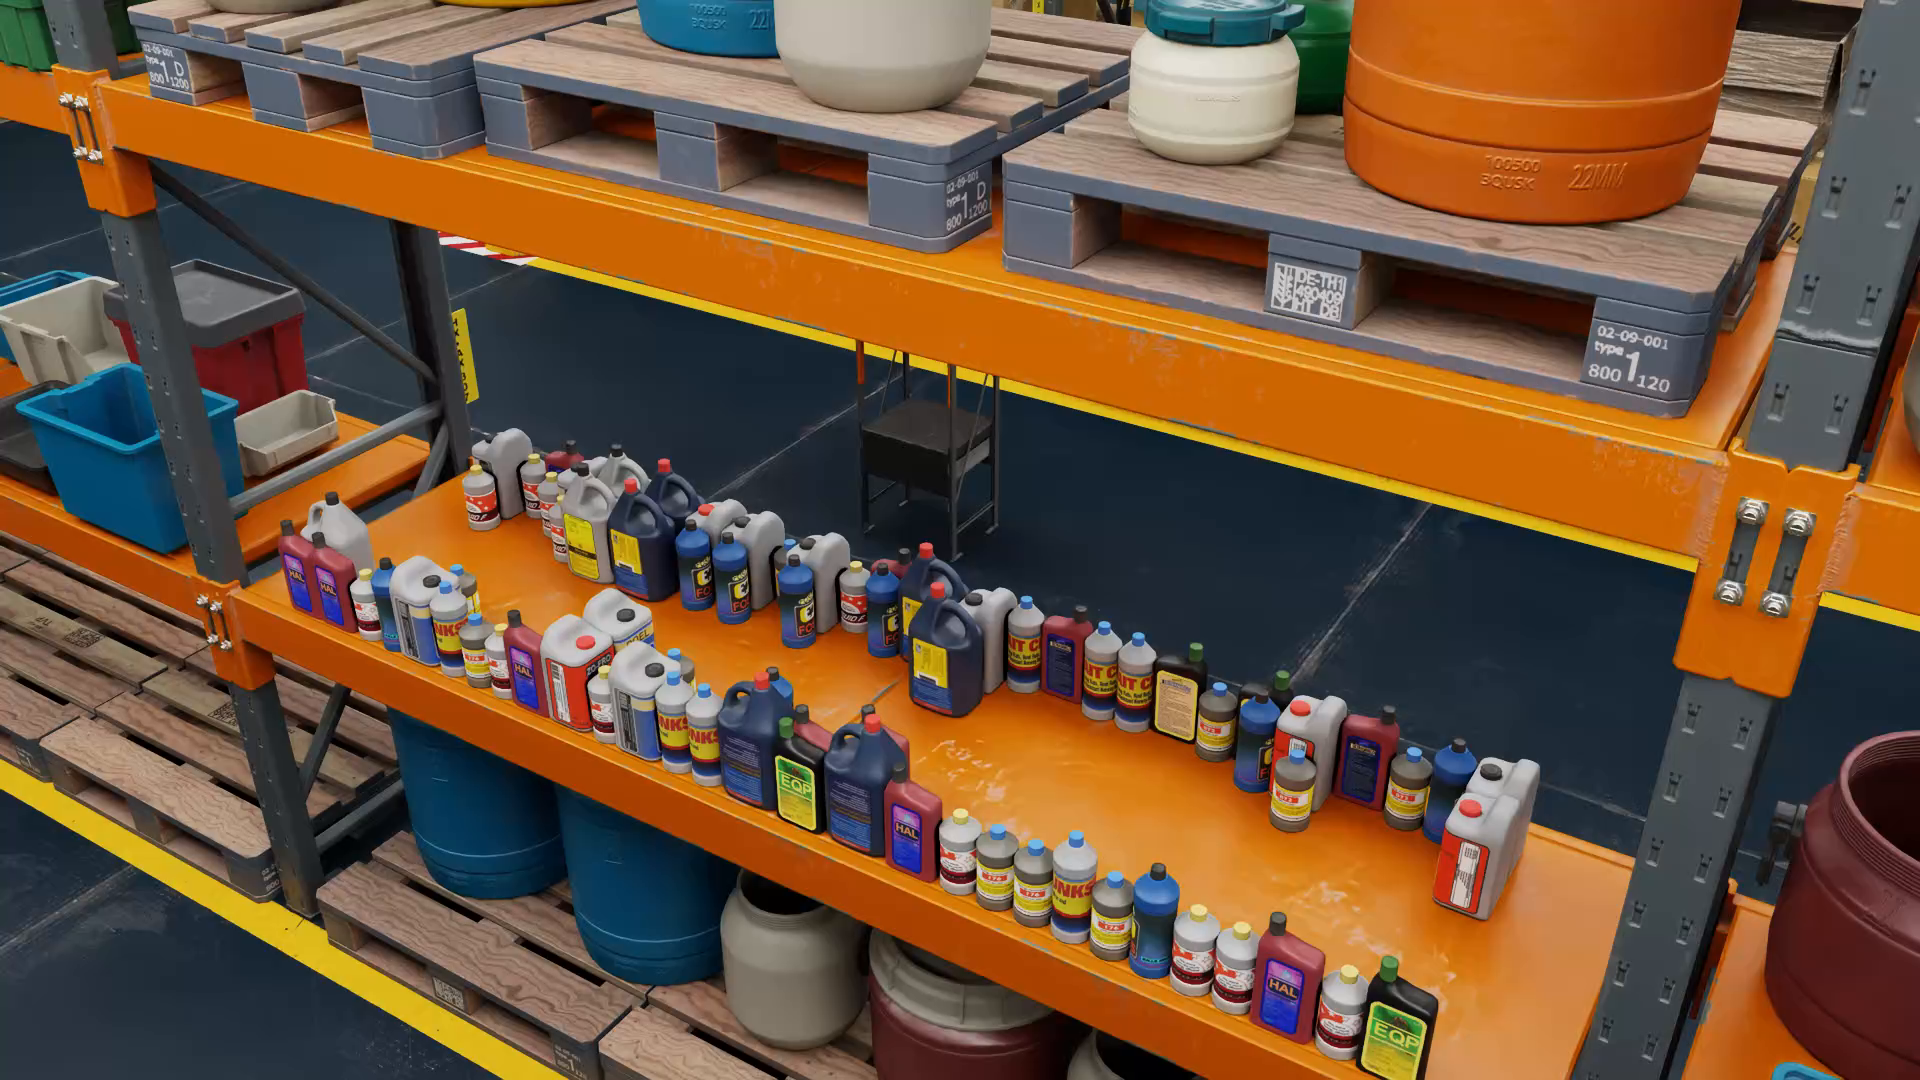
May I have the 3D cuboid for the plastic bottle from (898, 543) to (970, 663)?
[{"bbox_3d":[-0.071,0.174,4.524,0.185,0.351,0.144,18,35,27],"label":"plastic bottle"}]

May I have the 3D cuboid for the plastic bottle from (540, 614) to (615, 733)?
[{"bbox_3d":[-0.983,0.339,4.315,0.135,0.276,0.152,18,35,27],"label":"plastic bottle"}]

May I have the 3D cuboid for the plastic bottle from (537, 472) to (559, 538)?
[{"bbox_3d":[-1.257,-0.115,5.167,0.097,0.201,0.097,0,30,0],"label":"plastic bottle"}]

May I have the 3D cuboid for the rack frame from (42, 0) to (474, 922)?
[{"bbox_3d":[-1.956,-0.249,5.201,0.127,3.000,1.000,18,35,27],"label":"rack frame"}]

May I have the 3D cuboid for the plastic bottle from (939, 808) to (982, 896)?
[{"bbox_3d":[0.001,0.699,3.773,0.097,0.201,0.097,0,30,0],"label":"plastic bottle"}]

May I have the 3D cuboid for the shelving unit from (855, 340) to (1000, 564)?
[{"bbox_3d":[-0.140,-0.951,7.297,0.503,2.100,0.431,18,35,27],"label":"shelving unit"}]

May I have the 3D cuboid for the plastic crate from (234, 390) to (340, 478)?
[{"bbox_3d":[-2.275,-0.347,5.570,0.243,0.136,0.396,18,35,27],"label":"plastic crate"}]

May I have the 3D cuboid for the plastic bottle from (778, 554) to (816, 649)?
[{"bbox_3d":[-0.454,0.163,4.621,0.097,0.271,0.097,0,30,0],"label":"plastic bottle"}]

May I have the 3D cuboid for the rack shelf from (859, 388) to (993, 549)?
[{"bbox_3d":[-0.140,-0.335,7.657,0.480,0.518,0.431,18,35,27],"label":"rack shelf"}]

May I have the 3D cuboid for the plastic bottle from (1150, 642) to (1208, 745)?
[{"bbox_3d":[0.560,0.378,4.242,0.133,0.283,0.061,18,35,27],"label":"plastic bottle"}]

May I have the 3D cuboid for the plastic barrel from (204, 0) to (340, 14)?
[{"bbox_3d":[-1.644,-1.537,3.880,0.433,0.535,0.433,0,30,0],"label":"plastic barrel"}]

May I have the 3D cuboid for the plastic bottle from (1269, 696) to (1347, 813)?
[{"bbox_3d":[0.845,0.498,4.043,0.135,0.276,0.152,18,35,27],"label":"plastic bottle"}]

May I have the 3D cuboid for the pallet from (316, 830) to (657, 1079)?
[{"bbox_3d":[-1.325,1.180,5.518,1.213,0.211,1.003,18,35,27],"label":"pallet"}]

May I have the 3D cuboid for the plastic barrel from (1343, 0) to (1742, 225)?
[{"bbox_3d":[0.952,-0.994,2.657,0.708,0.830,0.600,18,35,27],"label":"plastic barrel"}]

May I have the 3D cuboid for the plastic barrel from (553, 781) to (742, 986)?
[{"bbox_3d":[-0.905,0.818,5.036,0.708,0.901,0.600,18,35,27],"label":"plastic barrel"}]

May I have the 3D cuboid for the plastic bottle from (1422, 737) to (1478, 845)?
[{"bbox_3d":[1.153,0.581,3.905,0.097,0.271,0.097,0,30,0],"label":"plastic bottle"}]

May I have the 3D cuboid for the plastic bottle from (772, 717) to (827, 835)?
[{"bbox_3d":[-0.376,0.555,3.938,0.133,0.283,0.061,18,35,27],"label":"plastic bottle"}]

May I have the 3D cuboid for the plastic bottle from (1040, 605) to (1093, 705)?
[{"bbox_3d":[0.282,0.290,4.392,0.133,0.283,0.061,18,35,27],"label":"plastic bottle"}]

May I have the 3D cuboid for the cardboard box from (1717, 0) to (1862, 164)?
[{"bbox_3d":[3.454,-1.971,7.057,0.637,0.503,0.797,19,35,29],"label":"cardboard box"}]

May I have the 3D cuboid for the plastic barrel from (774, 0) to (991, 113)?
[{"bbox_3d":[-0.150,-1.124,3.172,0.433,0.535,0.433,0,30,0],"label":"plastic barrel"}]

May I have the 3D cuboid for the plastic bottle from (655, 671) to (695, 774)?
[{"bbox_3d":[-0.703,0.446,4.137,0.097,0.271,0.097,0,30,0],"label":"plastic bottle"}]

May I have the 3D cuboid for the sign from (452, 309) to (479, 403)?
[{"bbox_3d":[-1.662,-0.603,5.532,0.005,0.325,0.100,18,35,27],"label":"sign"}]

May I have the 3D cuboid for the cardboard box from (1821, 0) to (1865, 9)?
[{"bbox_3d":[5.697,-3.526,10.650,0.250,0.149,0.380,18,35,28],"label":"cardboard box"}]

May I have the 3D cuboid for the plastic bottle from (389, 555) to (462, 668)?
[{"bbox_3d":[-1.457,0.189,4.573,0.135,0.276,0.152,18,35,27],"label":"plastic bottle"}]

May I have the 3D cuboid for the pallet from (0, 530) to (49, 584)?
[{"bbox_3d":[-4.667,0.121,7.333,1.213,0.211,1.003,18,35,27],"label":"pallet"}]

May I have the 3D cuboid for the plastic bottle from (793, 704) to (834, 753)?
[{"bbox_3d":[-0.343,0.529,3.982,0.133,0.283,0.061,18,35,27],"label":"plastic bottle"}]

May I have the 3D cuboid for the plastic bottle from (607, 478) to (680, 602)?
[{"bbox_3d":[-0.924,-0.010,4.840,0.185,0.351,0.144,18,35,27],"label":"plastic bottle"}]

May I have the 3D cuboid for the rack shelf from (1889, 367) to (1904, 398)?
[{"bbox_3d":[5.759,-0.445,6.250,4.000,0.370,1.077,18,35,27],"label":"rack shelf"}]

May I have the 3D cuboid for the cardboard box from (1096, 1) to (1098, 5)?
[{"bbox_3d":[1.064,-4.591,14.465,0.250,0.149,0.380,17,34,26],"label":"cardboard box"}]

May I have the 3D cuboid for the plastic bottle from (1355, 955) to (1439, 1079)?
[{"bbox_3d":[0.862,0.946,3.267,0.133,0.283,0.061,18,35,27],"label":"plastic bottle"}]

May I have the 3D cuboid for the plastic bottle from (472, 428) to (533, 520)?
[{"bbox_3d":[-1.451,-0.228,5.287,0.135,0.276,0.152,18,35,27],"label":"plastic bottle"}]

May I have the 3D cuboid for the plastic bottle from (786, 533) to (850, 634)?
[{"bbox_3d":[-0.404,0.103,4.720,0.135,0.276,0.152,18,35,27],"label":"plastic bottle"}]

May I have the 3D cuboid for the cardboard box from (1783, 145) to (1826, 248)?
[{"bbox_3d":[3.515,-1.361,7.007,0.500,0.500,0.500,19,35,29],"label":"cardboard box"}]

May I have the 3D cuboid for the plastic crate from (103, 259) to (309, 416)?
[{"bbox_3d":[-2.579,-0.649,5.763,0.583,0.464,0.402,18,35,27],"label":"plastic crate"}]

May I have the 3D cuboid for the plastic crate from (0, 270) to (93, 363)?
[{"bbox_3d":[-3.469,-0.834,6.309,0.300,0.233,0.416,18,35,27],"label":"plastic crate"}]

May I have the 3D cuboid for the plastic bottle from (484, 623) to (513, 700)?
[{"bbox_3d":[-1.208,0.316,4.429,0.097,0.201,0.097,0,30,0],"label":"plastic bottle"}]

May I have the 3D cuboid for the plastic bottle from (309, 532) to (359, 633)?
[{"bbox_3d":[-1.760,0.117,4.688,0.133,0.283,0.061,18,35,27],"label":"plastic bottle"}]

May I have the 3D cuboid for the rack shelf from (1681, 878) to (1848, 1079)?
[{"bbox_3d":[3.125,1.669,2.627,4.000,0.370,1.077,18,35,27],"label":"rack shelf"}]

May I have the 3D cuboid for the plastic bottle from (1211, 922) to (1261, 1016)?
[{"bbox_3d":[0.579,0.881,3.460,0.097,0.201,0.097,0,30,0],"label":"plastic bottle"}]

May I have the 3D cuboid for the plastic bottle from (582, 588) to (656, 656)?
[{"bbox_3d":[-0.902,0.274,4.427,0.135,0.276,0.152,18,35,27],"label":"plastic bottle"}]

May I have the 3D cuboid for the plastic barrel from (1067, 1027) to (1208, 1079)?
[{"bbox_3d":[0.482,1.479,4.291,0.421,0.512,0.421,0,30,0],"label":"plastic barrel"}]

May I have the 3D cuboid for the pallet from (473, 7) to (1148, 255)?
[{"bbox_3d":[-0.278,-0.992,3.685,1.213,0.211,1.003,18,35,27],"label":"pallet"}]

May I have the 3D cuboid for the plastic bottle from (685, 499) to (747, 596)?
[{"bbox_3d":[-0.714,0.005,4.888,0.135,0.276,0.152,18,35,27],"label":"plastic bottle"}]

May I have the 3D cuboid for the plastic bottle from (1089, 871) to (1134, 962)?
[{"bbox_3d":[0.331,0.803,3.594,0.097,0.201,0.097,0,30,0],"label":"plastic bottle"}]

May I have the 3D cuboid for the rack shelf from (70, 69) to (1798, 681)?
[{"bbox_3d":[-0.263,-0.698,3.708,4.000,0.370,1.077,18,35,27],"label":"rack shelf"}]

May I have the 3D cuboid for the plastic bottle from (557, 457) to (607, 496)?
[{"bbox_3d":[-1.141,-0.130,5.120,0.135,0.276,0.152,18,35,27],"label":"plastic bottle"}]

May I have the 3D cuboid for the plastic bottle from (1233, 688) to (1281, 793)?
[{"bbox_3d":[0.729,0.483,4.073,0.097,0.271,0.097,0,30,0],"label":"plastic bottle"}]
